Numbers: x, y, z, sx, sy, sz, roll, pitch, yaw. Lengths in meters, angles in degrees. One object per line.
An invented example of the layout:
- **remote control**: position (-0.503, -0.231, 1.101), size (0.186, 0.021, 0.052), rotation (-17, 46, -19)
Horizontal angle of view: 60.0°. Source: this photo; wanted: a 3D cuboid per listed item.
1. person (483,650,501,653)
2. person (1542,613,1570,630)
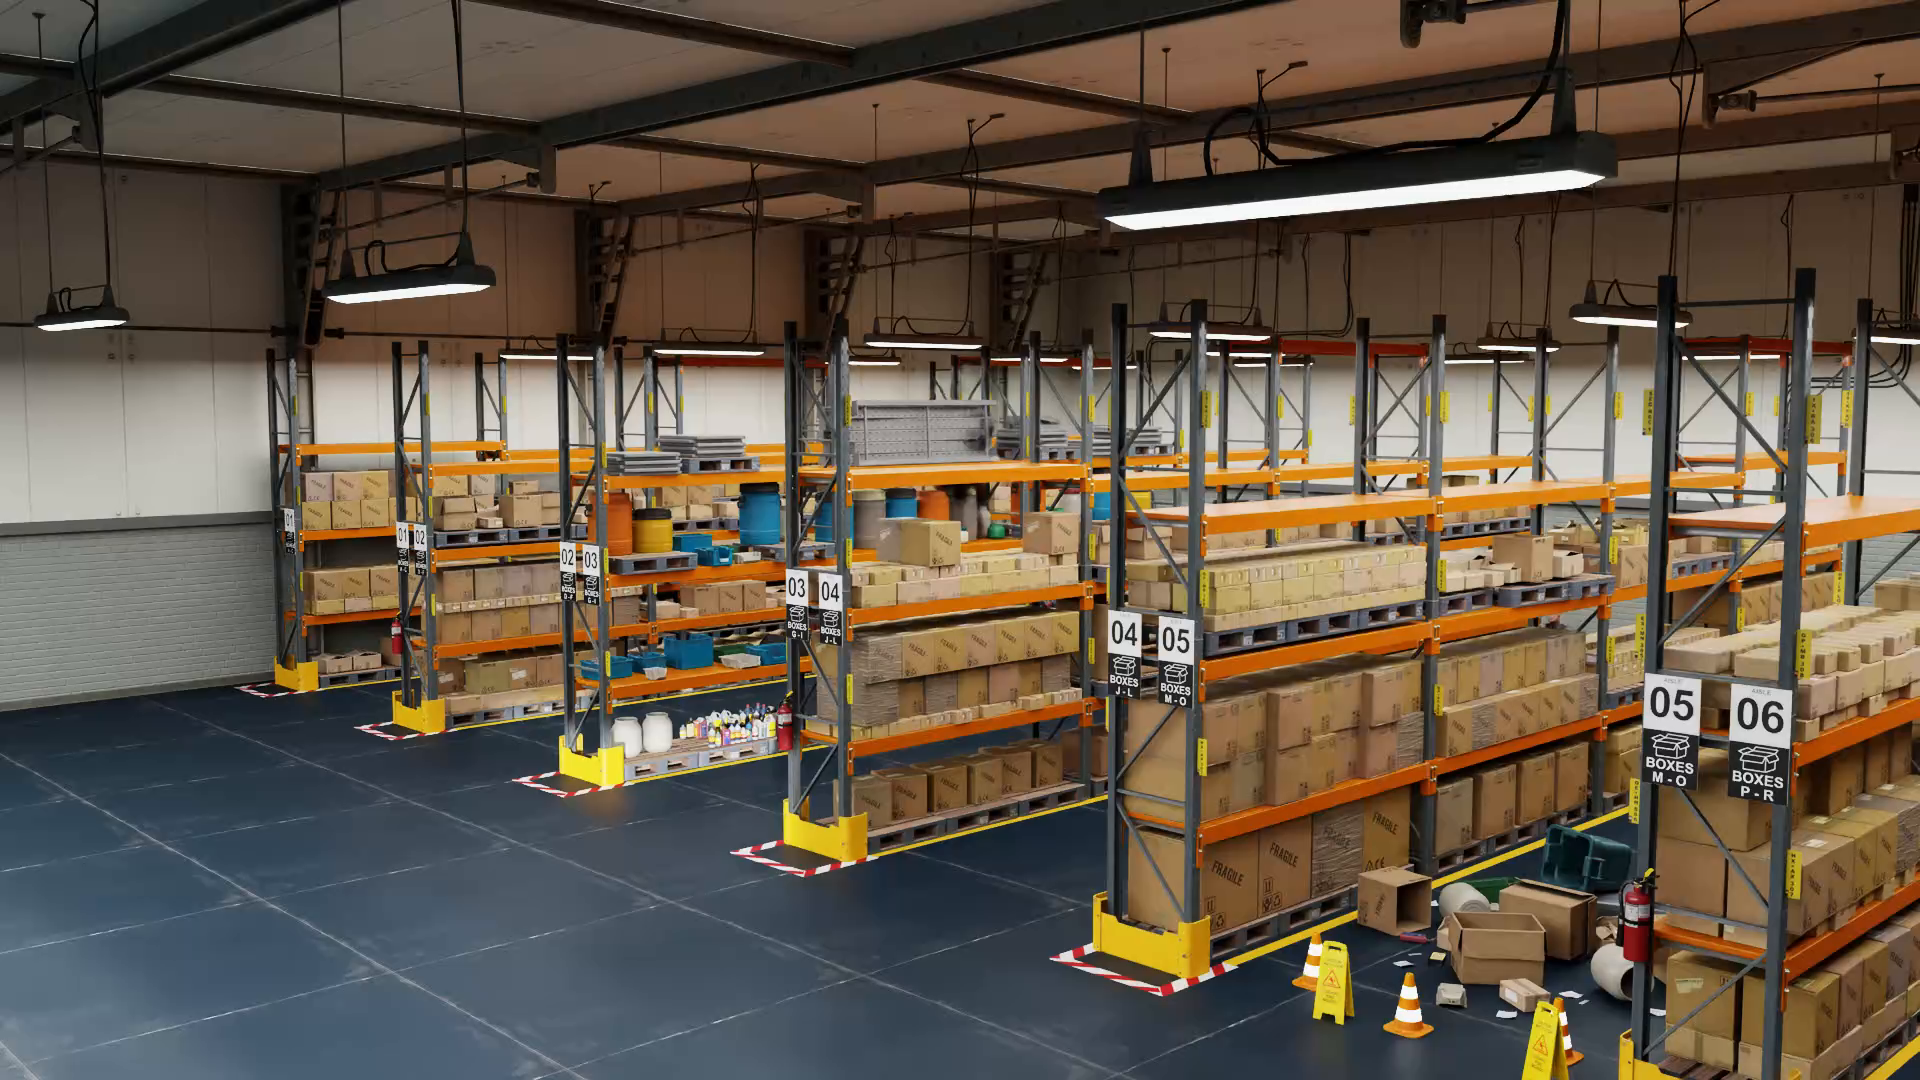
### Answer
- **person**: position (-8.058, 1.861, 28.490), size (0.618, 1.671, 0.635), rotation (-5, 7, -43)
- **person**: position (9.777, 1.978, 27.369), size (0.642, 1.659, 0.625), rotation (4, 6, 40)
